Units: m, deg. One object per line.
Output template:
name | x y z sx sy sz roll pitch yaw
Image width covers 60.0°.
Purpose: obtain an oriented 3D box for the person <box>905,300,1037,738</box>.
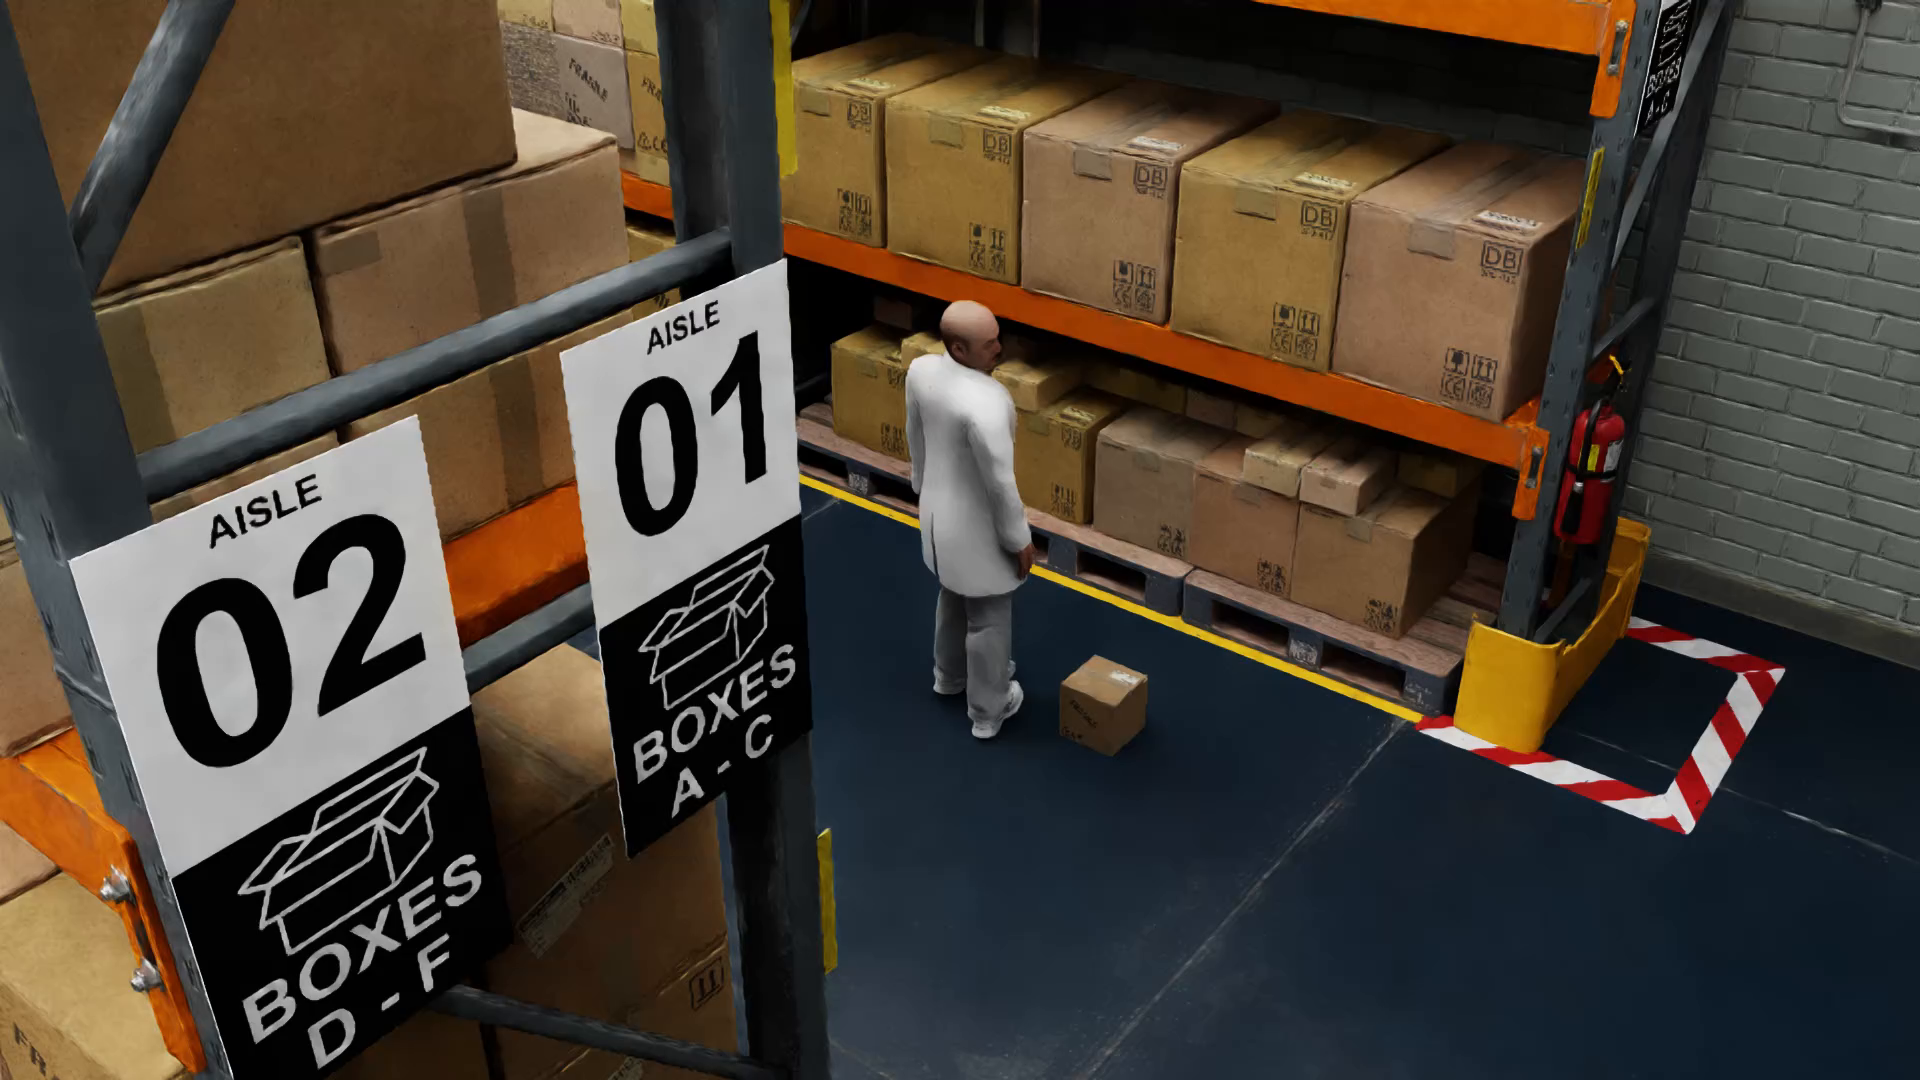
person | 0.098 -0.096 6.283 0.473 1.788 0.635 -16 34 -25
